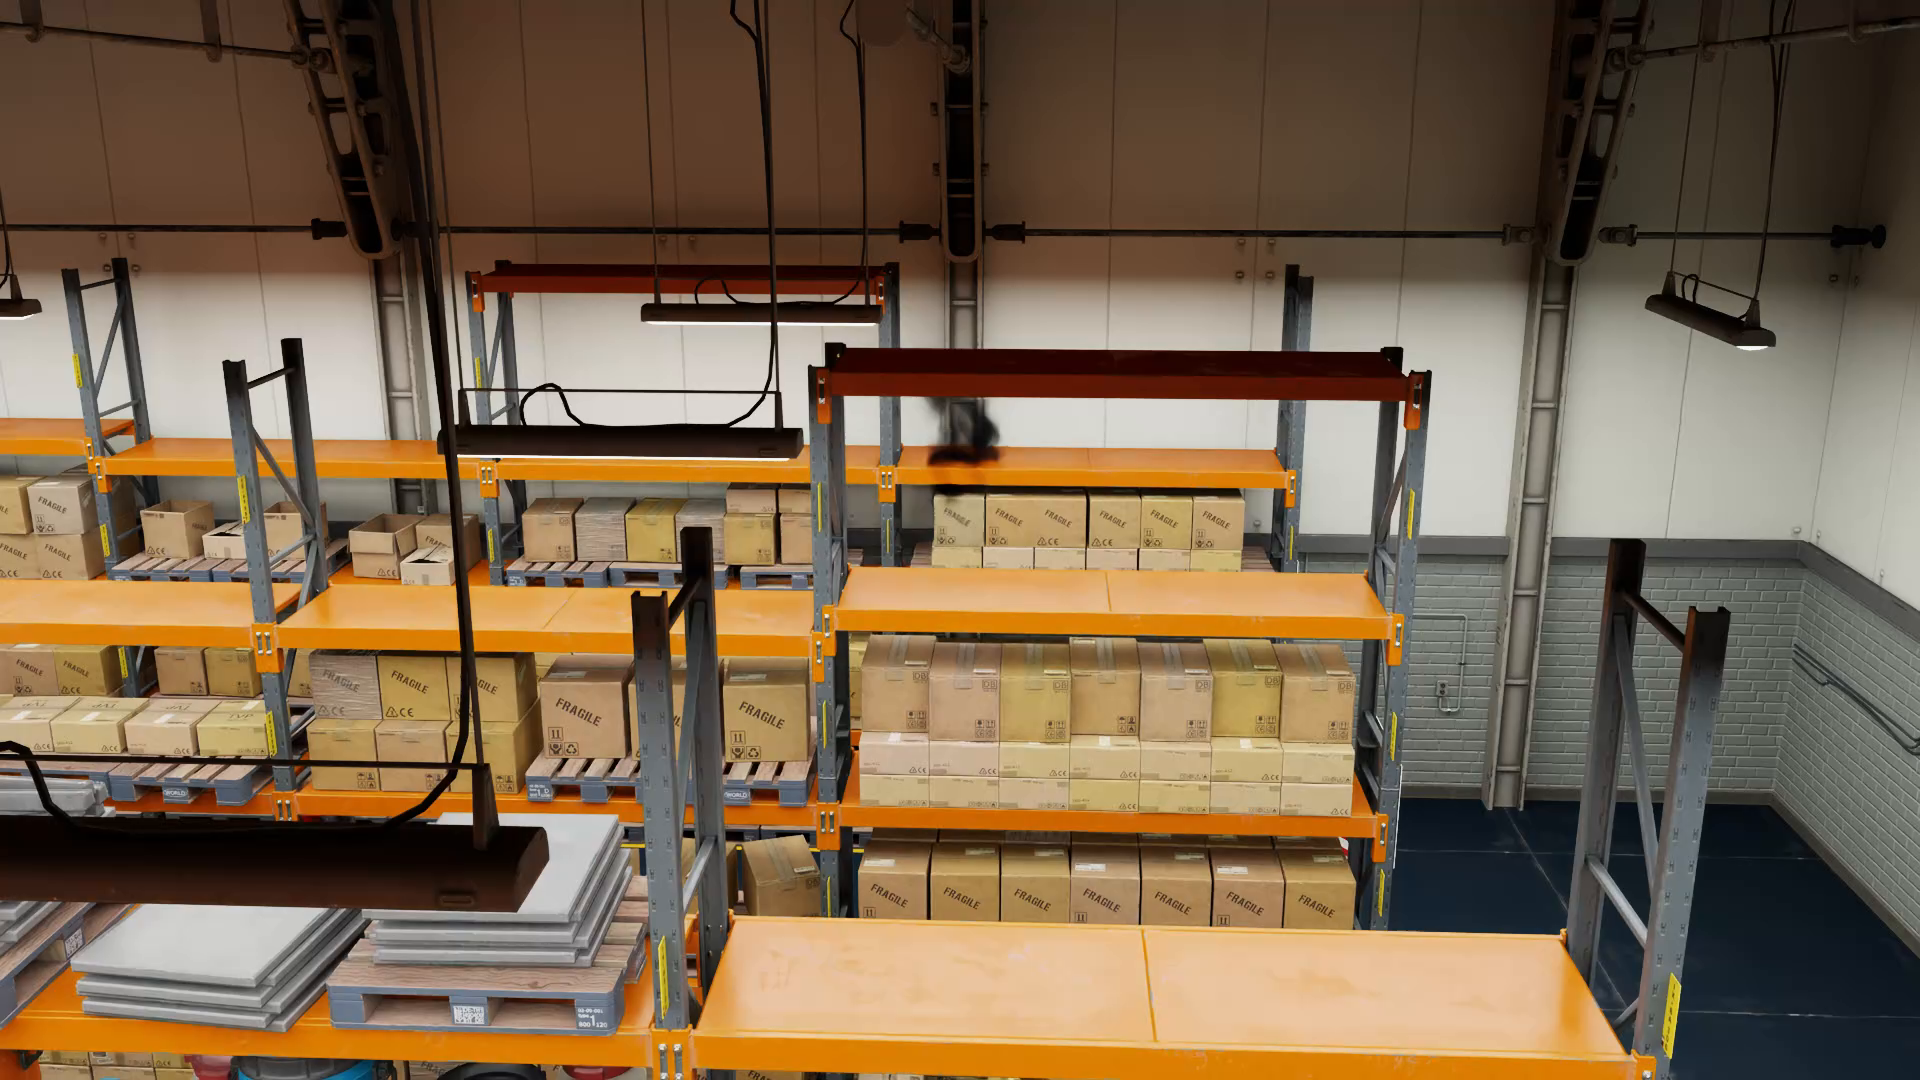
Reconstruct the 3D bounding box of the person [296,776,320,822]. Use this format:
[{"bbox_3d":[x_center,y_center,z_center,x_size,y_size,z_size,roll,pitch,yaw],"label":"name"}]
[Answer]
[{"bbox_3d":[-6.142,2.961,15.388,0.555,1.679,0.640,-1,16,-3],"label":"person"}]
